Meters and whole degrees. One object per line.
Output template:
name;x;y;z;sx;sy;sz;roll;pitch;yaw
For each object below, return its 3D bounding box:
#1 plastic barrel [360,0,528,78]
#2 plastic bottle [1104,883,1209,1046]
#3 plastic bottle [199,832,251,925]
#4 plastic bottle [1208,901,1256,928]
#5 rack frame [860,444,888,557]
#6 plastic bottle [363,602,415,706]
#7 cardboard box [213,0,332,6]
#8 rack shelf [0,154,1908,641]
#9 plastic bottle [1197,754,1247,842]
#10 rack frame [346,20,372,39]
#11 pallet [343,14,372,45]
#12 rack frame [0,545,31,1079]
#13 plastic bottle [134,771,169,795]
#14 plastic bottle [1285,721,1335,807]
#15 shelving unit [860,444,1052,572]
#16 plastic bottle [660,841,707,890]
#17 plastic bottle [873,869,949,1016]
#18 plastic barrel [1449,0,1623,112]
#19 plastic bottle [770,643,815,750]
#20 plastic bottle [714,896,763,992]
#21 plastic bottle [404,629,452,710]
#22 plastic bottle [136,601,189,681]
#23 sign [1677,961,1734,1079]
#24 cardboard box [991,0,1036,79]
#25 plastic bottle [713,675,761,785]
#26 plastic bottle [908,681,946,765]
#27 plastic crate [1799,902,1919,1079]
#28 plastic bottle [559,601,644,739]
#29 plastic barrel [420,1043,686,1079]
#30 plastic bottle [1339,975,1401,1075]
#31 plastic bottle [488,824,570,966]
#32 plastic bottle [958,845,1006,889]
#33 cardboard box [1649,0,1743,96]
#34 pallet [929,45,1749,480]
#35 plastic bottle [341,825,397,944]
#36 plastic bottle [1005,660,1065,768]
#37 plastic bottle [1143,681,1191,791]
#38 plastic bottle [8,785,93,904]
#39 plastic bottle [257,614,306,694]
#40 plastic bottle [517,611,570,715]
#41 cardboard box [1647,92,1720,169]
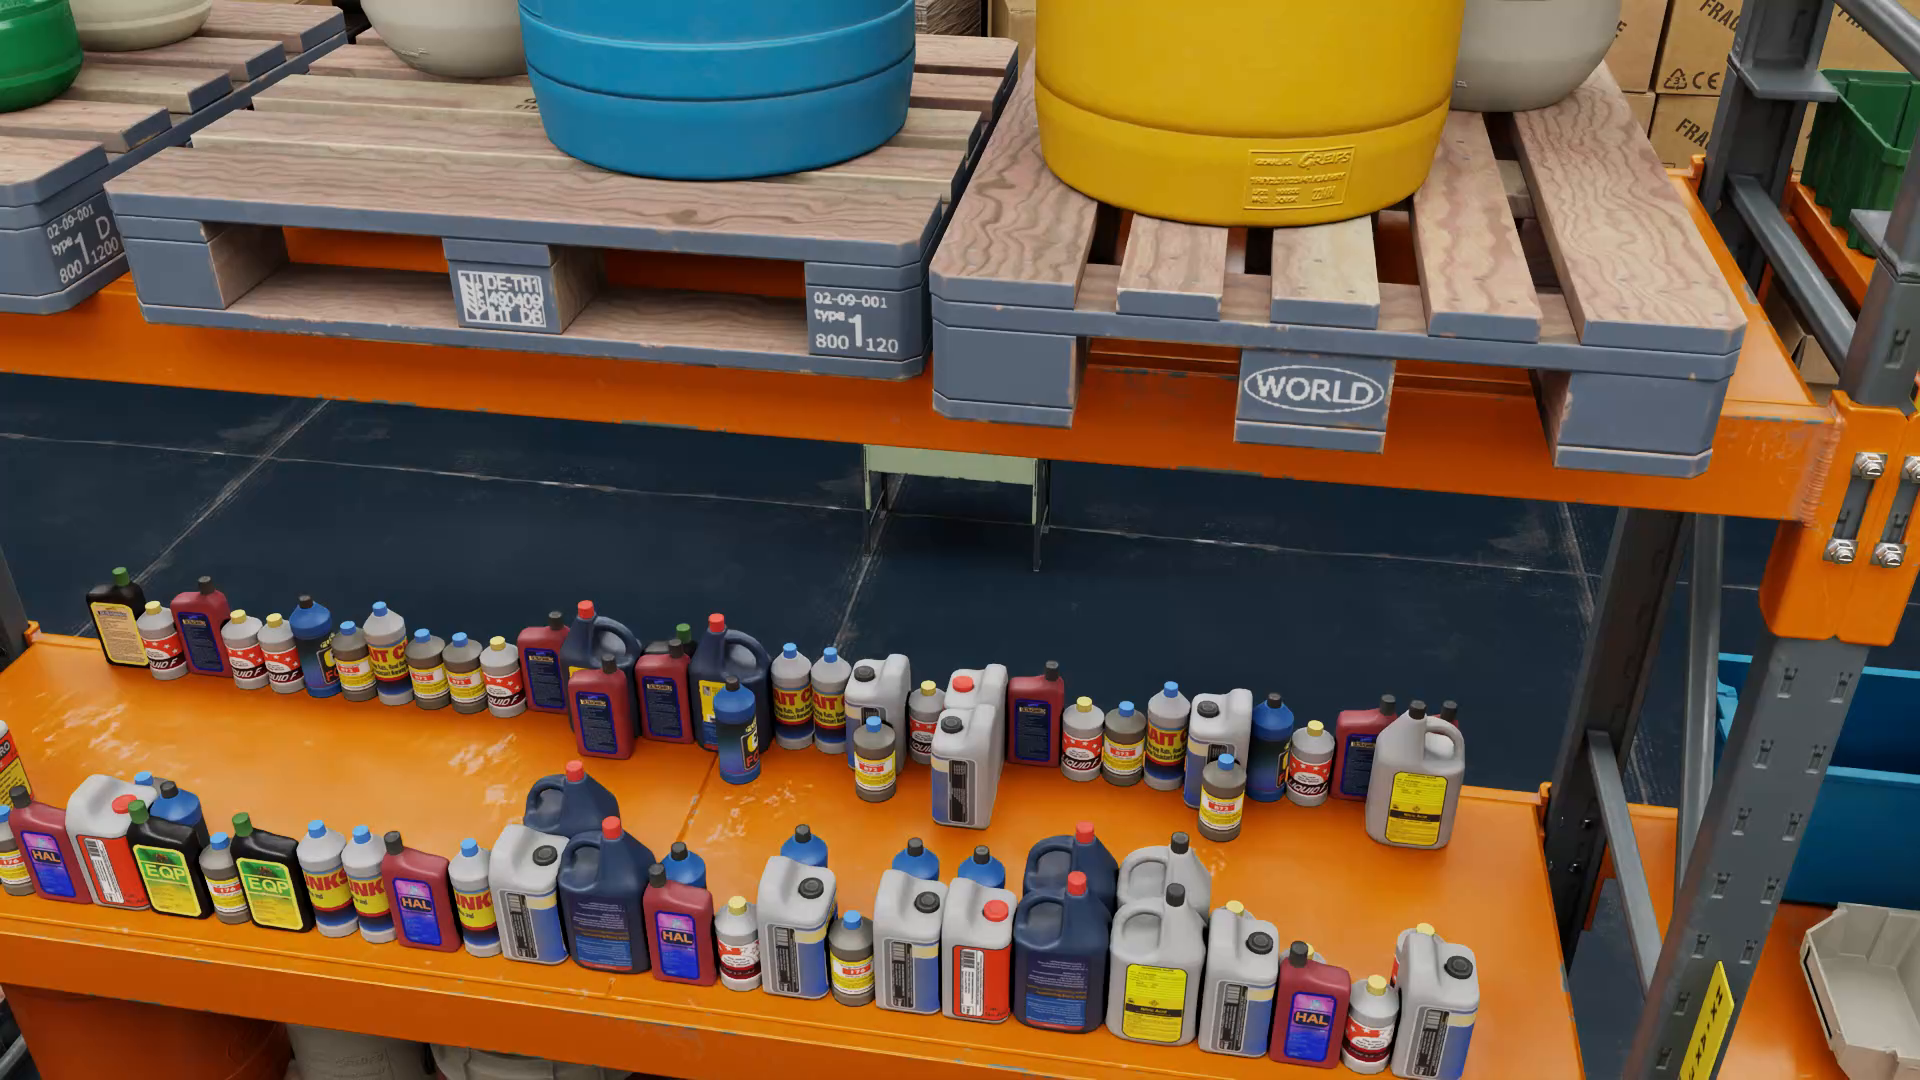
plastic barrel;-0.829;-1.097;2.825;0.433;0.535;0.433;0;32;0
plastic bottle;0.380;0.798;3.195;0.185;0.351;0.144;5;32;8
plastic bottle;-1.533;0.700;3.491;0.097;0.201;0.097;0;32;0
plastic bottle;0.540;0.806;3.322;0.097;0.201;0.097;0;32;0
rack frame;-0.367;-0.669;6.905;0.023;1.500;0.400;5;32;8
plastic bottle;-1.410;0.273;4.108;0.097;0.271;0.097;0;32;0
cardboard box;-3.422;-2.443;8.232;0.500;0.500;0.500;3;32;6
rack shelf;-0.631;-0.458;3.005;4.000;0.370;1.077;5;32;8
plastic bottle;0.585;0.565;3.707;0.097;0.201;0.097;0;32;0
rack frame;-4.878;-5.208;12.743;0.127;3.000;1.000;5;32;8
pallet;-5.546;-4.067;13.549;1.213;0.211;1.003;5;32;8
rack frame;-2.602;0.331;3.895;0.127;3.000;1.000;5;32;8
plastic bottle;-1.771;0.597;3.657;0.097;0.201;0.097;0;32;0
plastic bottle;0.803;0.503;3.806;0.097;0.201;0.097;0;32;0
shelving unit;-0.007;-0.636;6.853;0.755;1.500;0.431;5;32;8
plastic bottle;-0.561;0.726;3.384;0.097;0.271;0.097;0;32;0
plastic bottle;-0.092;0.784;3.287;0.135;0.276;0.152;5;32;8
plastic barrel;0.864;-0.998;2.666;0.433;0.535;0.433;0;32;0
plastic bottle;-0.398;0.365;3.961;0.097;0.271;0.097;0;32;0
plastic bottle;-0.440;0.799;3.333;0.097;0.201;0.097;0;32;0
plastic bottle;-1.314;0.312;4.112;0.097;0.201;0.097;0;32;0
plastic bottle;-2.021;0.248;4.215;0.097;0.201;0.097;0;32;0
sign;1.246;0.858;2.792;0.005;0.325;0.100;5;32;8
cardboard box;0.426;-2.249;7.525;0.500;0.500;0.700;-3;32;-4
plastic bottle;-0.519;0.432;3.855;0.097;0.271;0.097;0;32;0
plastic bottle;-0.074;0.424;3.933;0.097;0.201;0.097;0;32;0
plastic crate;1.775;0.890;3.193;0.243;0.136;0.396;5;32;8
plastic bottle;-0.855;0.302;3.986;0.185;0.351;0.144;5;32;8
plastic barrel;-1.004;1.310;4.207;0.708;0.588;0.600;5;32;8
plastic bottle;0.779;0.910;3.157;0.097;0.201;0.097;0;32;0
plastic bottle;-0.863;0.715;3.398;0.135;0.276;0.152;5;32;8
plastic bottle;0.043;0.731;3.376;0.097;0.271;0.097;0;32;0
cardboard box;3.104;-2.134;6.795;0.500;0.500;0.500;4;32;7
pallet;0.552;-0.523;2.609;1.003;0.211;1.213;5;32;8
plastic bottle;-1.209;0.700;3.426;0.097;0.271;0.097;0;32;0
plastic bottle;0.176;0.402;3.891;0.133;0.283;0.061;5;32;8
plastic bottle;0.478;0.444;3.834;0.097;0.271;0.097;0;32;0
plastic bottle;-1.914;0.641;3.509;0.133;0.283;0.061;5;32;8
plastic bottle;-1.698;0.277;4.168;0.097;0.201;0.097;0;32;0
plastic bottle;-1.005;0.295;4.062;0.133;0.283;0.061;5;32;8
cardboard box;3.140;-1.713;7.065;0.500;0.500;0.500;6;32;9
